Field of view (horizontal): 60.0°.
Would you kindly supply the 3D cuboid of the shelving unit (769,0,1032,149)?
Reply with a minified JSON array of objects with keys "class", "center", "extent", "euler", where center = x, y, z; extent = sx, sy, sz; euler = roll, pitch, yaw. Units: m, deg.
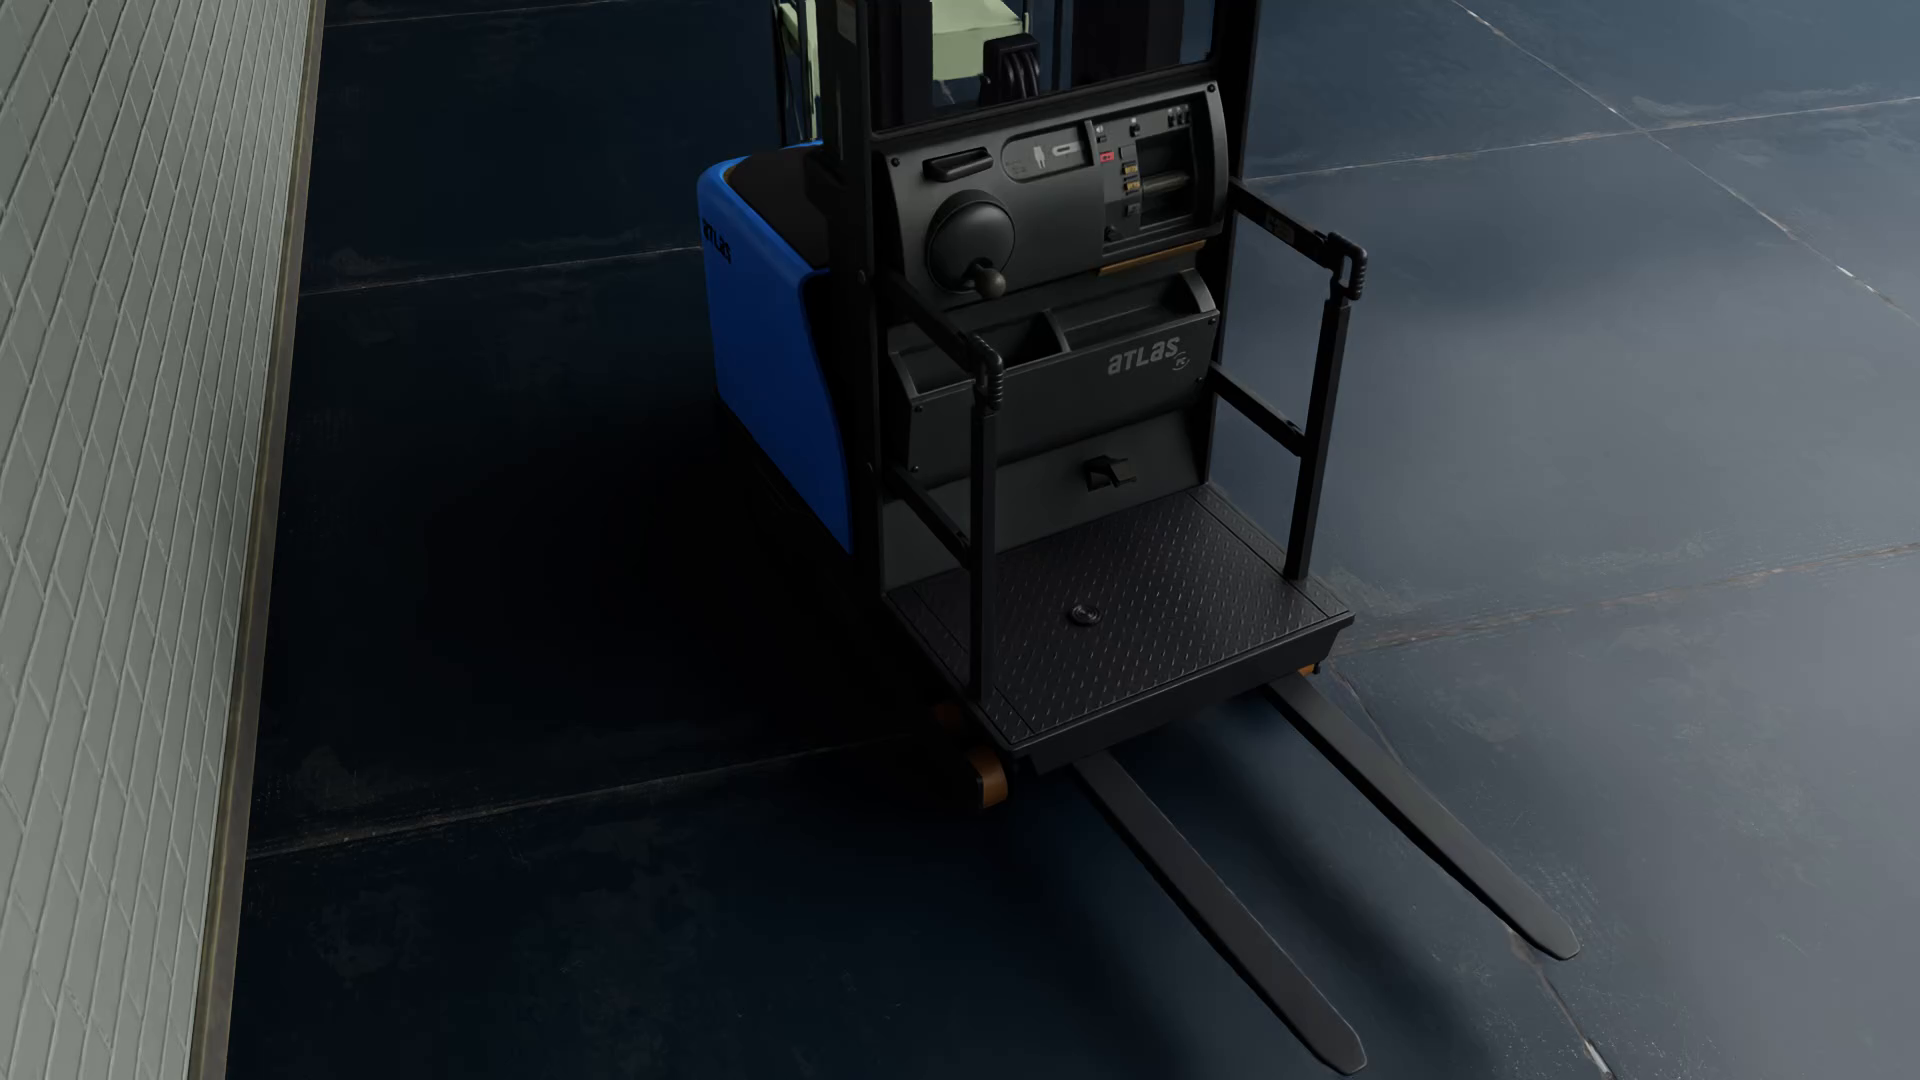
[{"class":"shelving unit","center":[-0.194,-1.251,5.651],"extent":[0.755,1.500,0.431],"euler":[-12,39,-15]}]

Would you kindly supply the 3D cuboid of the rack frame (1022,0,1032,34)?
[{"class":"rack frame","center":[0.151,-1.325,5.748],"extent":[0.023,1.500,0.400],"euler":[-12,39,-15]}]

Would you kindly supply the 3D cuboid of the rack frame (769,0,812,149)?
[{"class":"rack frame","center":[-0.539,-1.177,5.554],"extent":[0.023,1.500,0.400],"euler":[-12,39,-15]}]

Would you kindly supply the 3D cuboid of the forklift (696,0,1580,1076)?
[{"class":"forklift","center":[0.355,-0.782,3.860],"extent":[1.130,2.935,3.031],"euler":[-19,41,-23]}]

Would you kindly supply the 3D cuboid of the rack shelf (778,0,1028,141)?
[{"class":"rack shelf","center":[-0.194,-1.561,5.414],"extent":[0.720,0.370,0.431],"euler":[-12,39,-15]}]
